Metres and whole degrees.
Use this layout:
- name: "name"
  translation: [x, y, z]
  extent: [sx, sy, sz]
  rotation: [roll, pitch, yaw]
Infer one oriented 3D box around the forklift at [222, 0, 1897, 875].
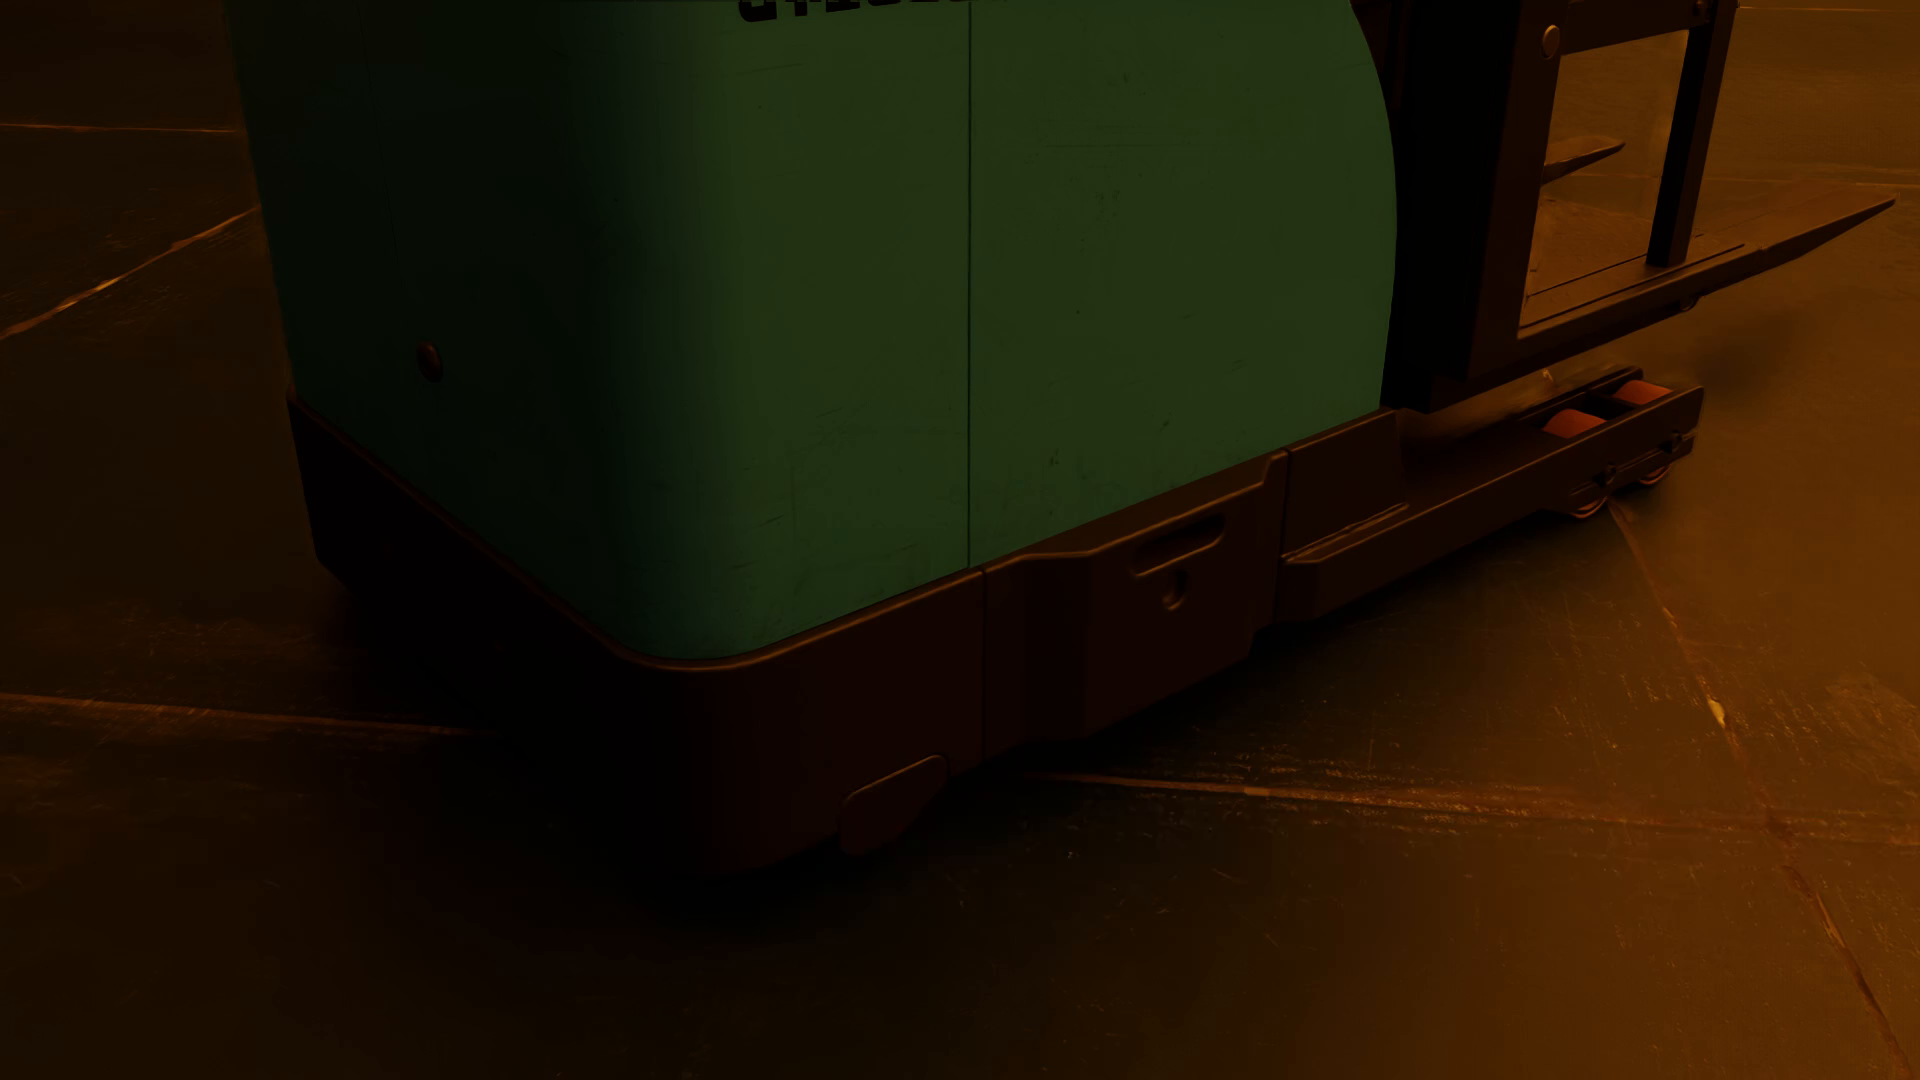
- name: "forklift"
  translation: [0.558, -1.505, 2.233]
  extent: [3.031, 2.935, 1.130]
  rotation: [-21, 33, -35]
